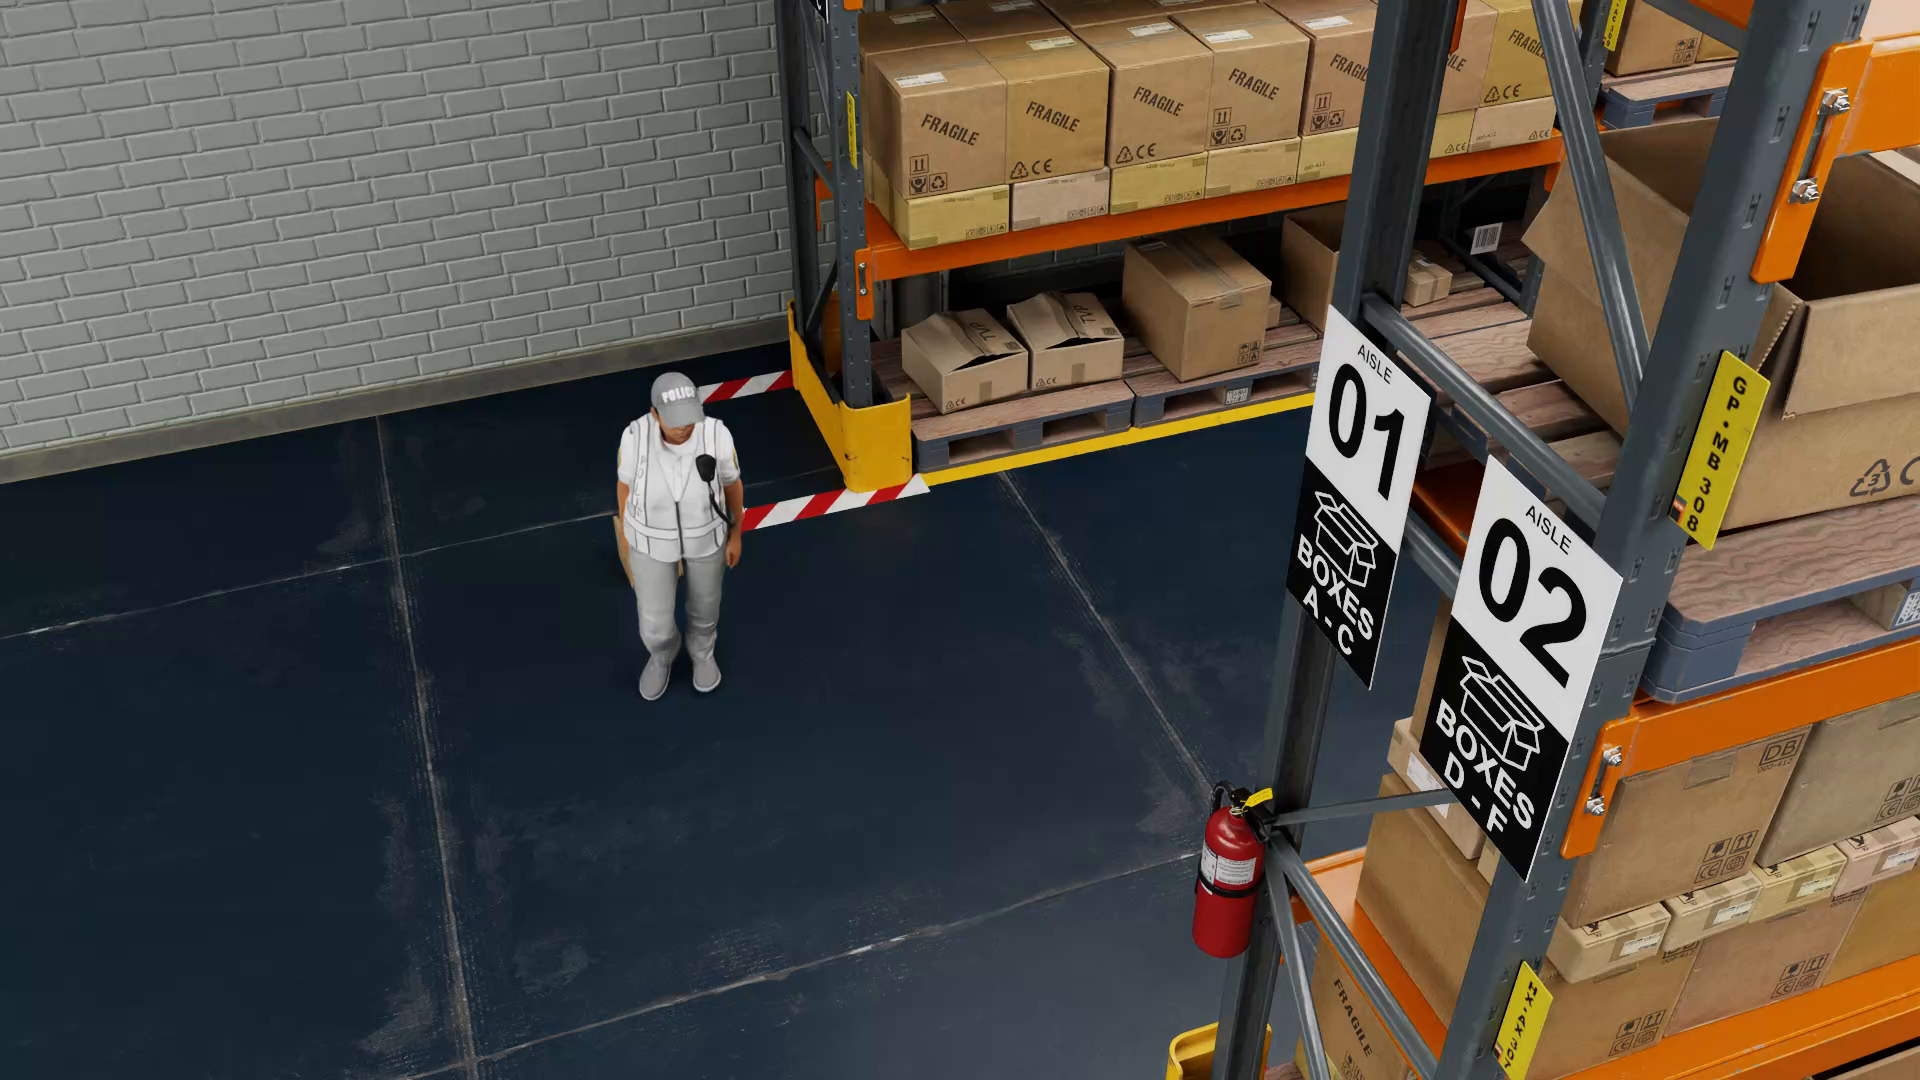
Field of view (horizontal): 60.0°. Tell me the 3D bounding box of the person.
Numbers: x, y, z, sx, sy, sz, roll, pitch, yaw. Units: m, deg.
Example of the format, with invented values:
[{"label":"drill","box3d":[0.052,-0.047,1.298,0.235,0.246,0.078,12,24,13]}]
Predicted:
[{"label":"person","box3d":[-1.130,-0.002,6.762,0.528,1.647,0.508,-9,39,-12]}]
